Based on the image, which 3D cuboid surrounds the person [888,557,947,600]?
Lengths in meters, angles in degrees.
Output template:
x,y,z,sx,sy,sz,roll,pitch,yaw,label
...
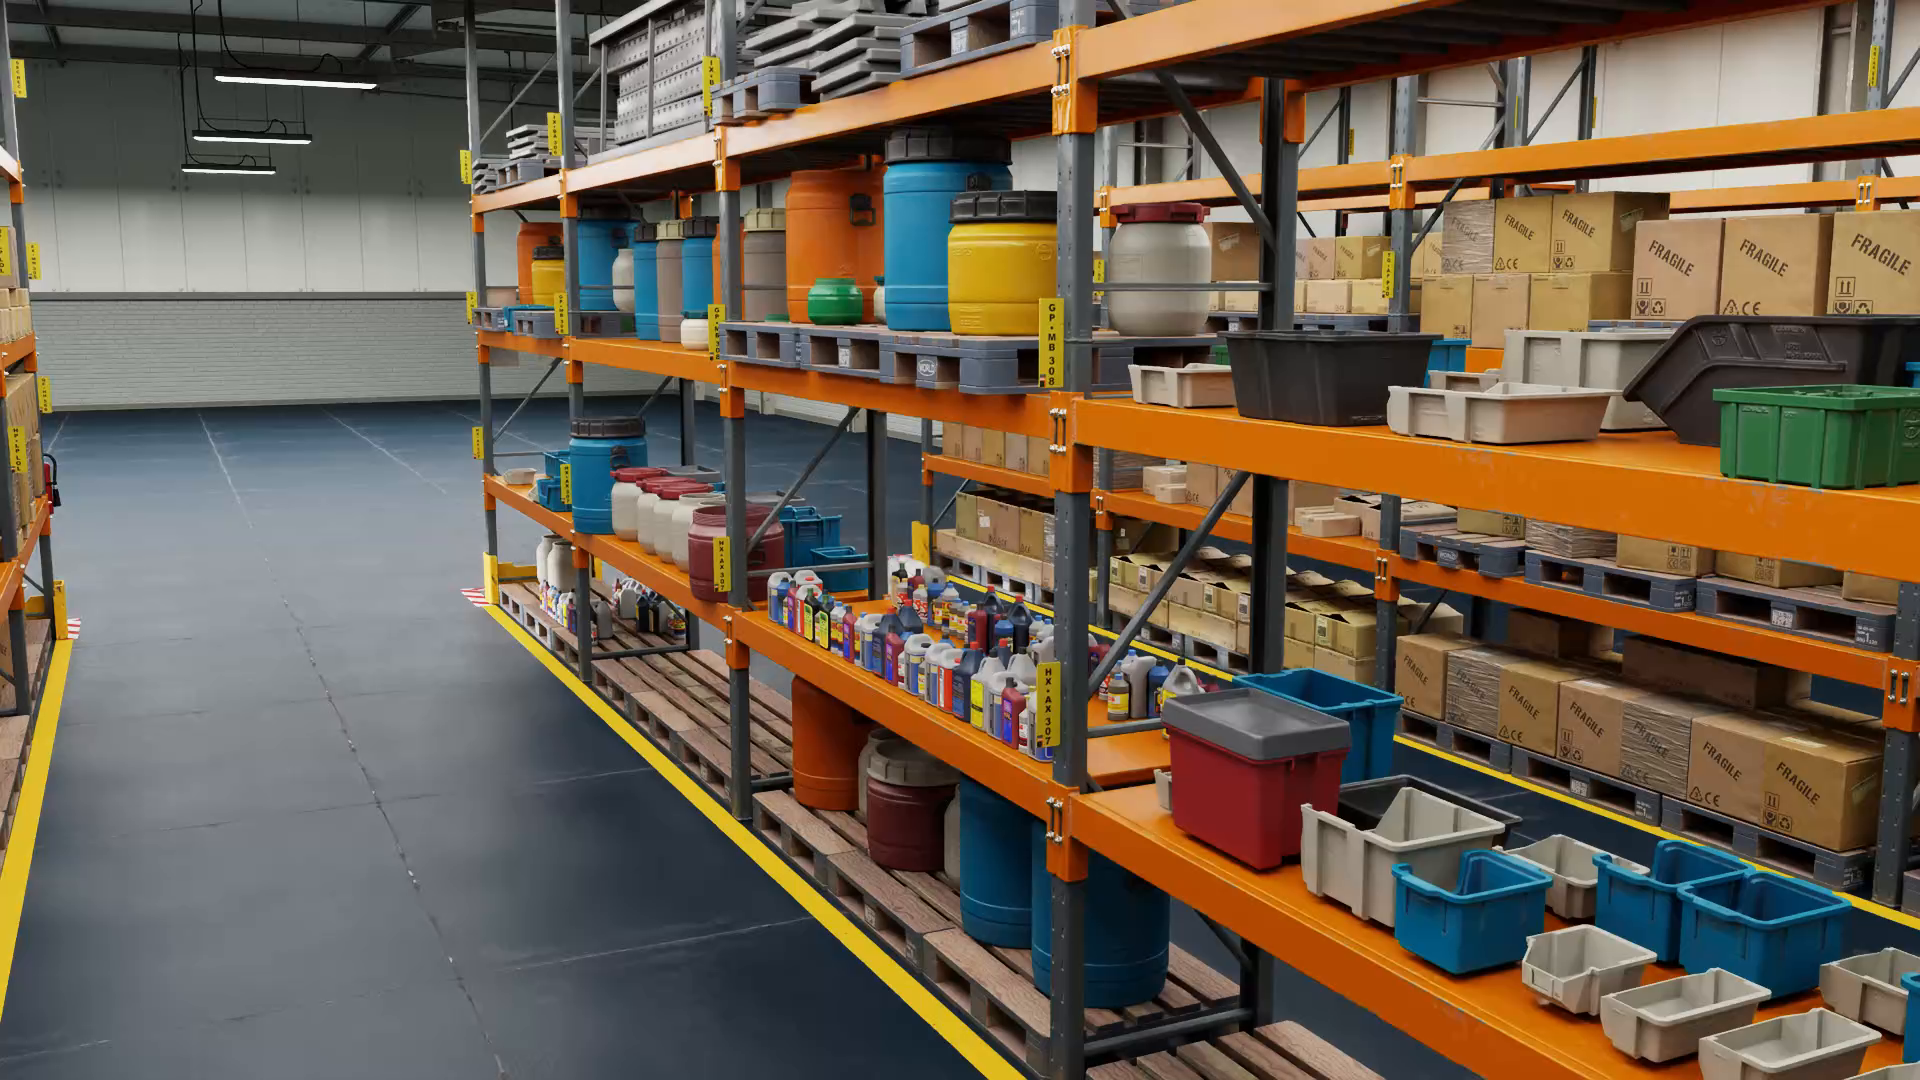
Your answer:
x,y,z,sx,sy,sz,roll,pitch,yaw,label
-0.430,0.553,15.320,0.459,0.760,0.914,-5,10,-27,person
